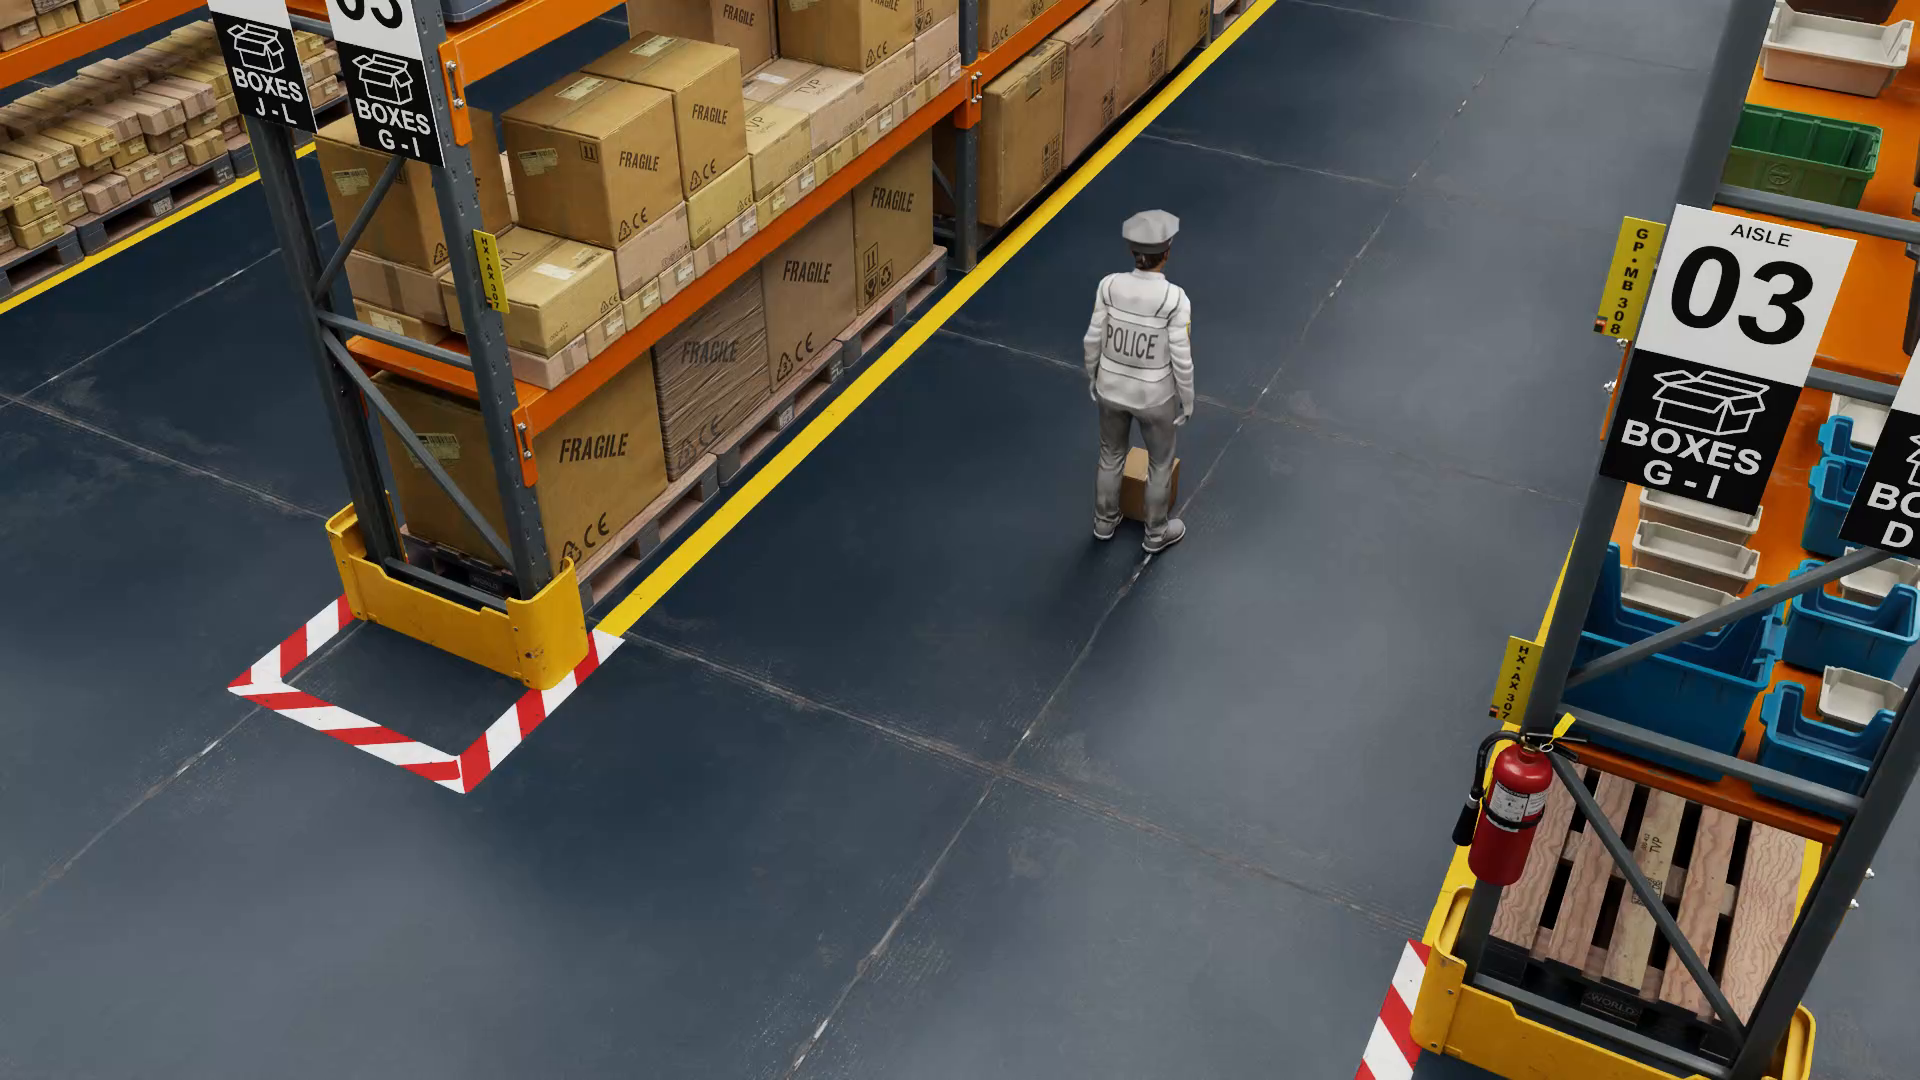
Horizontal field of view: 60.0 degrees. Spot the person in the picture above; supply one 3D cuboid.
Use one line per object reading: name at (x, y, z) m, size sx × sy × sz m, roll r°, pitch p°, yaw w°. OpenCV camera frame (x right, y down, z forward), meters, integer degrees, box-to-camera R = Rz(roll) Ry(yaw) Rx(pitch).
person at (0.819, -0.684, 7.615) m, size 0.527 × 1.663 × 0.376 m, roll 18°, pitch 42°, yaw 21°
